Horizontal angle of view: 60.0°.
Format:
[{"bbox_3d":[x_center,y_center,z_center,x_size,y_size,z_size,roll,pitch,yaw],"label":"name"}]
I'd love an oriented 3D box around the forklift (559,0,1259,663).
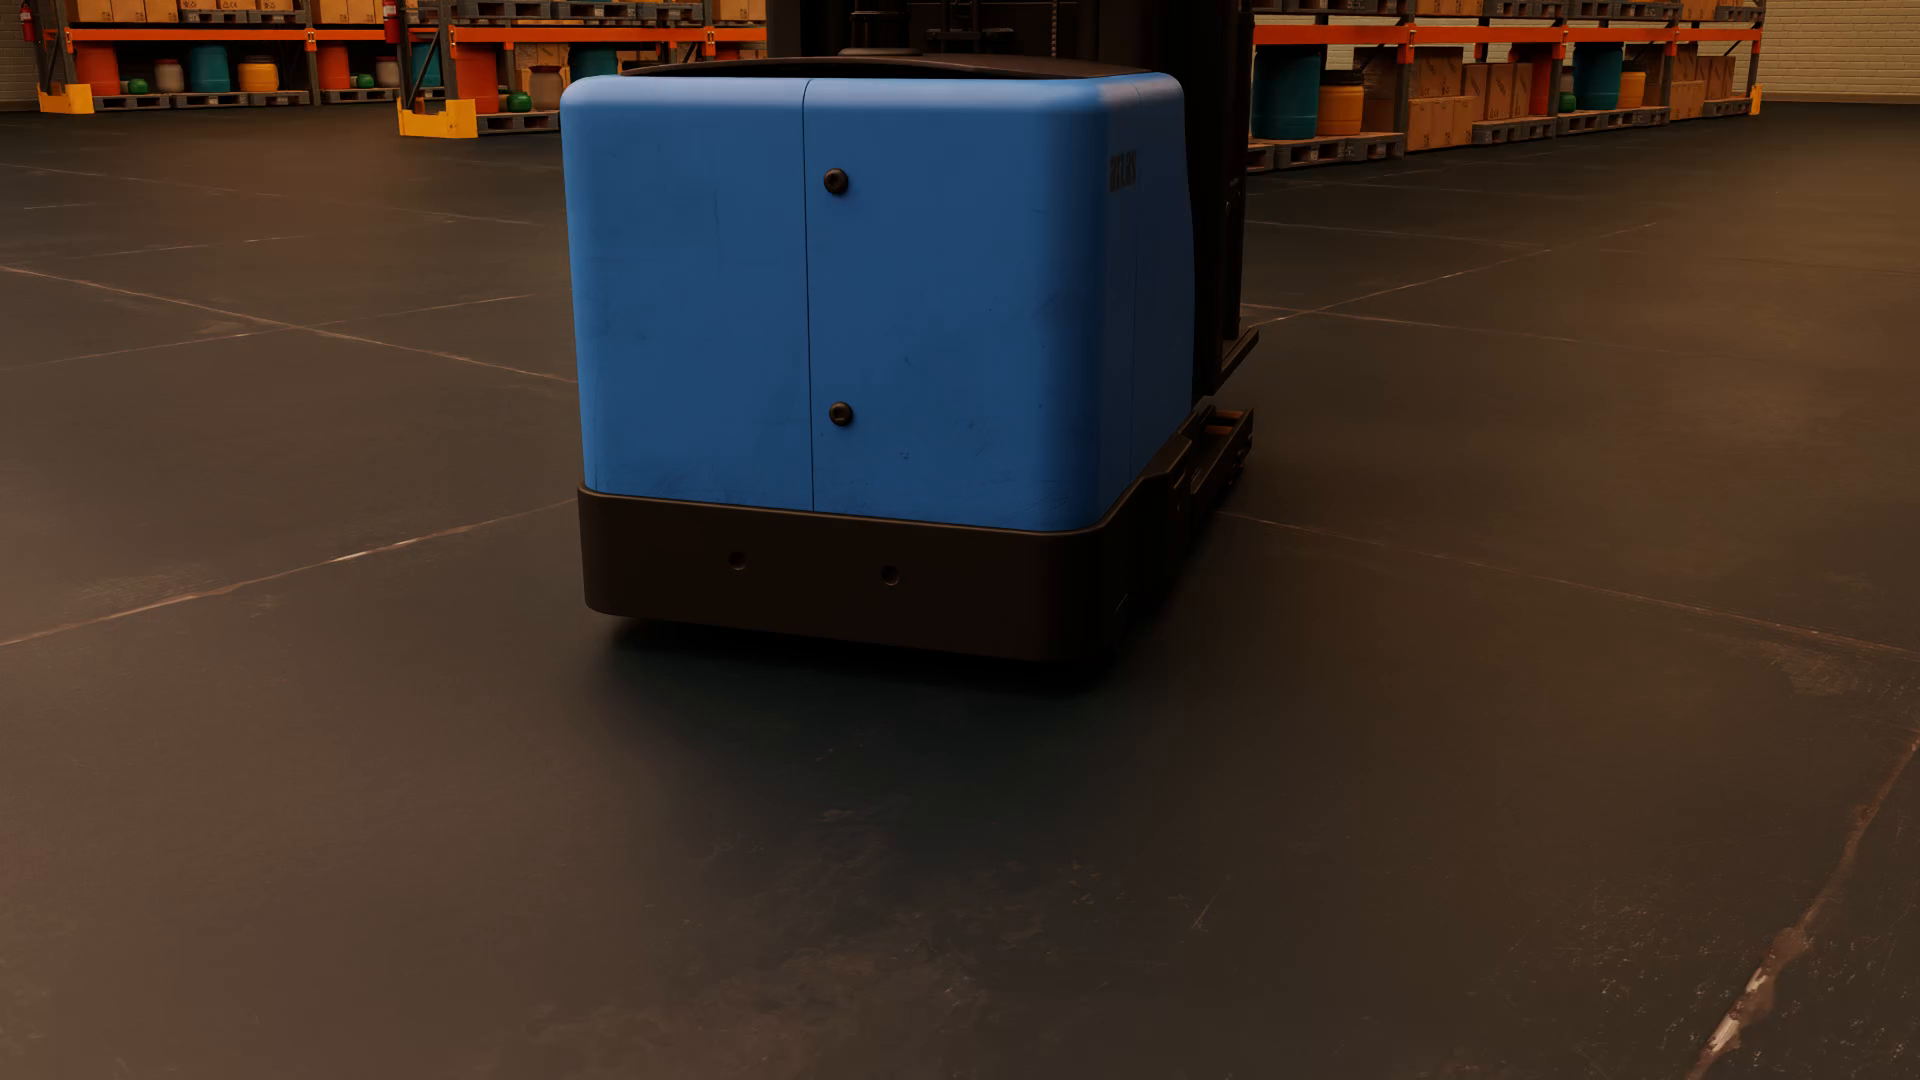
[{"bbox_3d":[0.182,-1.571,4.072,1.130,2.935,3.031,5,18,17],"label":"forklift"}]
